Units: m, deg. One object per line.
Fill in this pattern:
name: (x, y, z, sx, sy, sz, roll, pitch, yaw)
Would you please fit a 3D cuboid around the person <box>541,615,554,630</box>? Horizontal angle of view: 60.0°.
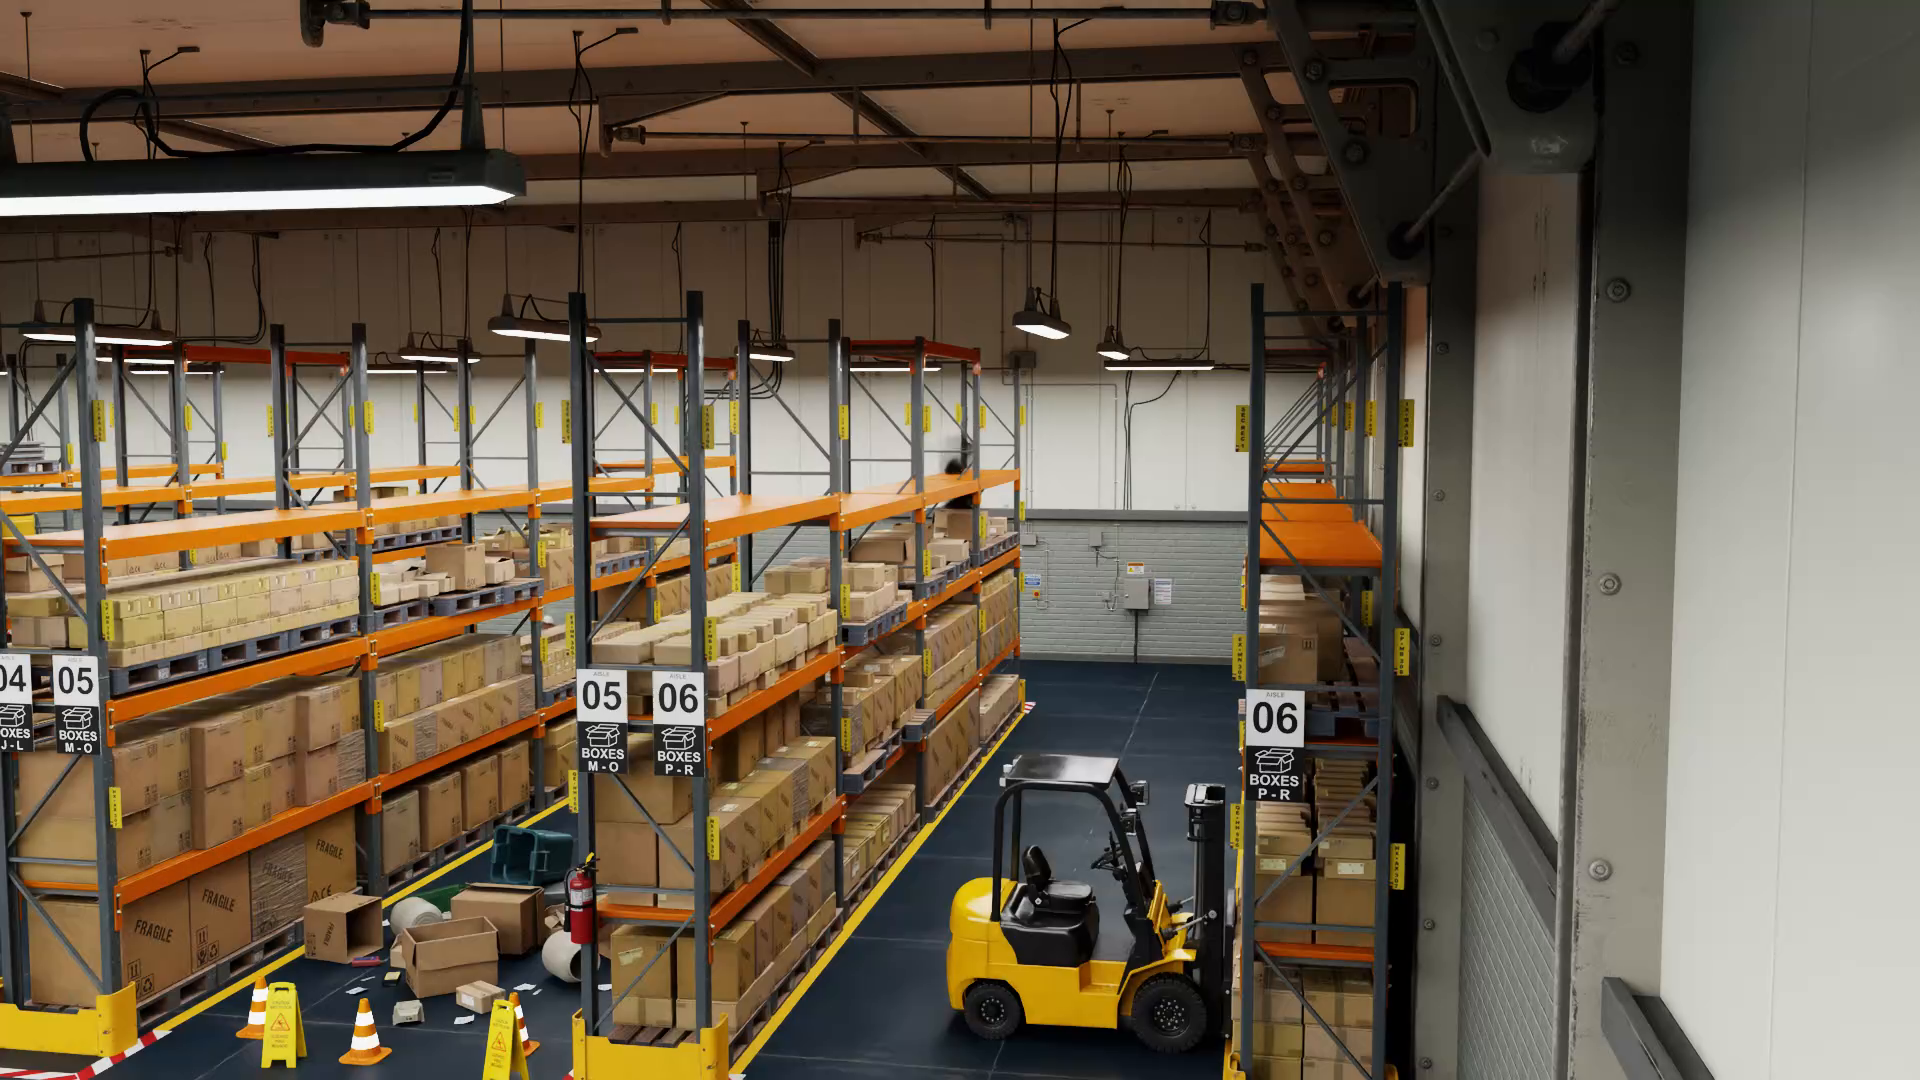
person: (-6.628, 2.124, 26.674, 0.665, 1.842, 0.801, 1, 5, 8)
